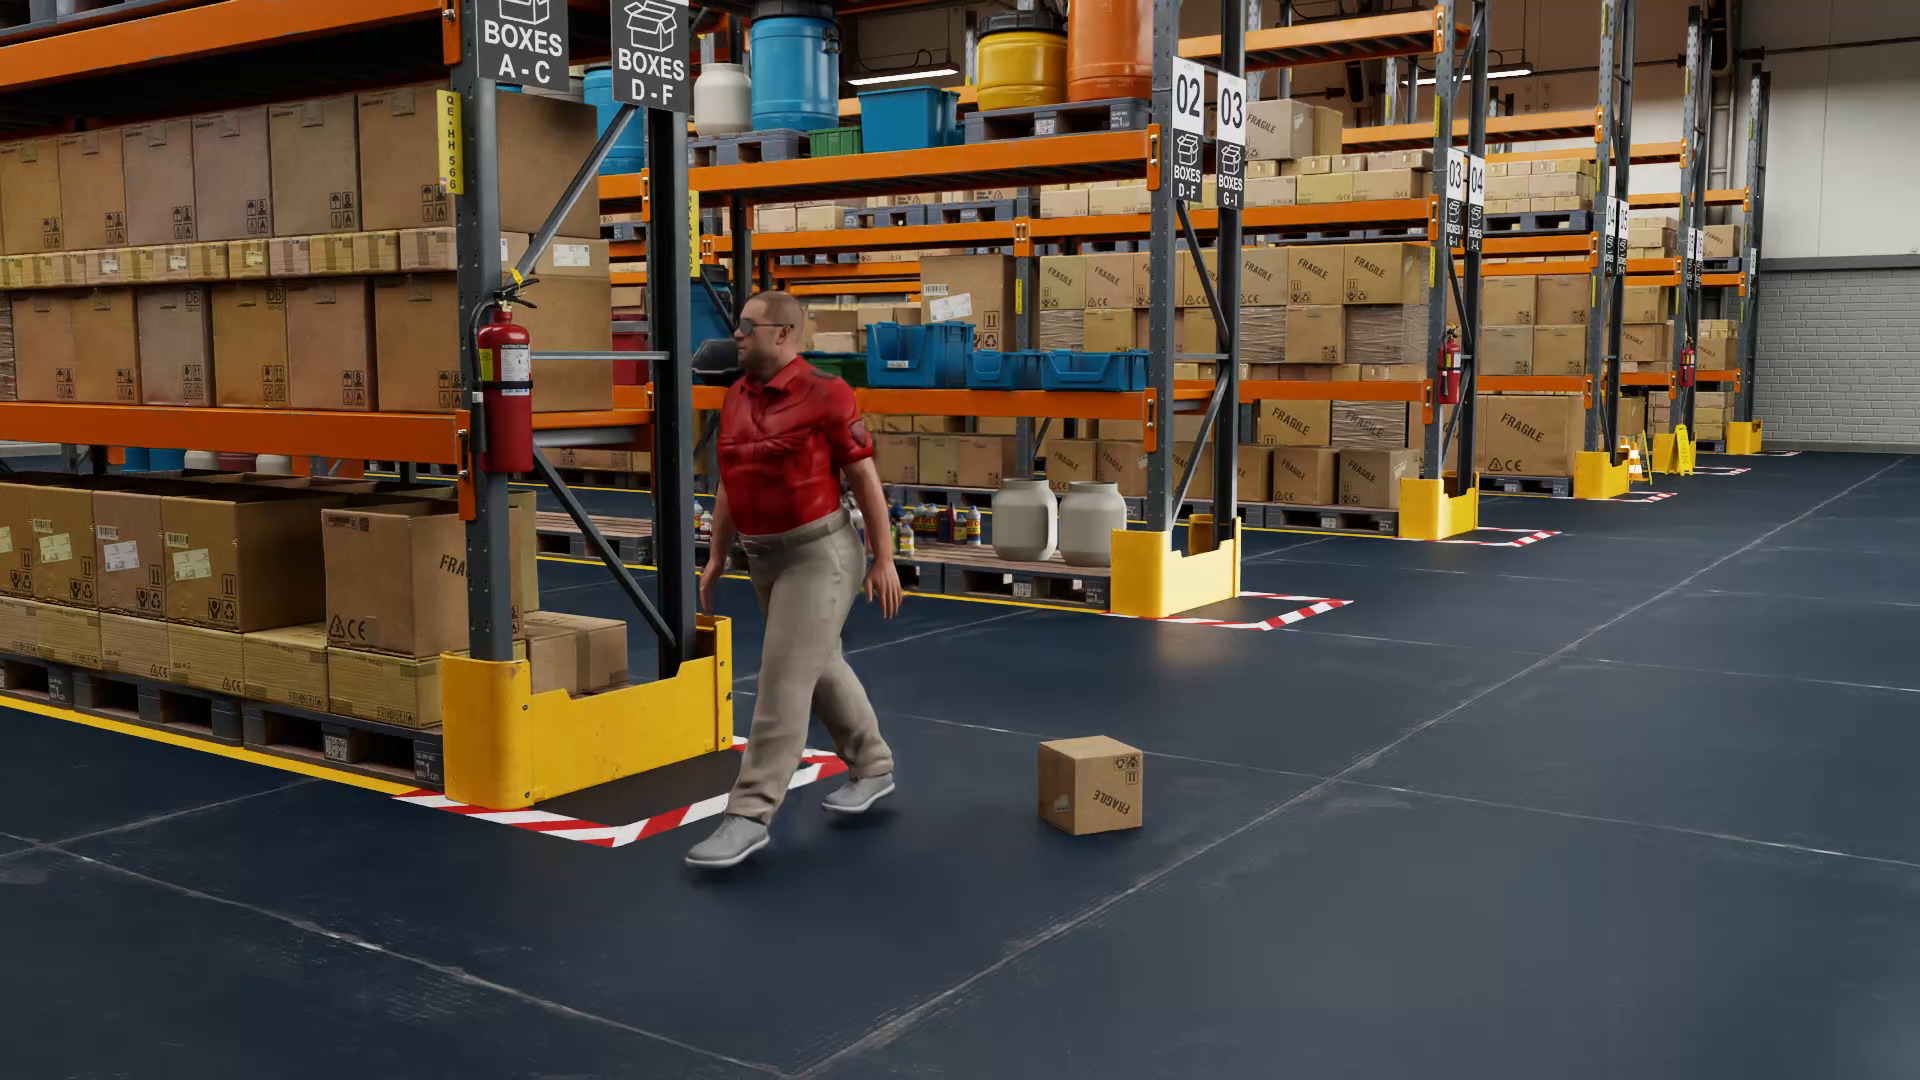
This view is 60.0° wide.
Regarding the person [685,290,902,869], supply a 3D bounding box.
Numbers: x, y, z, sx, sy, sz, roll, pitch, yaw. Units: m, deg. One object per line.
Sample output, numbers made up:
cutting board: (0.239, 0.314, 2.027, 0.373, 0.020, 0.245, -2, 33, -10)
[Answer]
person: (-0.552, 0.072, 5.137, 0.965, 1.668, 0.586, -6, 8, -42)
